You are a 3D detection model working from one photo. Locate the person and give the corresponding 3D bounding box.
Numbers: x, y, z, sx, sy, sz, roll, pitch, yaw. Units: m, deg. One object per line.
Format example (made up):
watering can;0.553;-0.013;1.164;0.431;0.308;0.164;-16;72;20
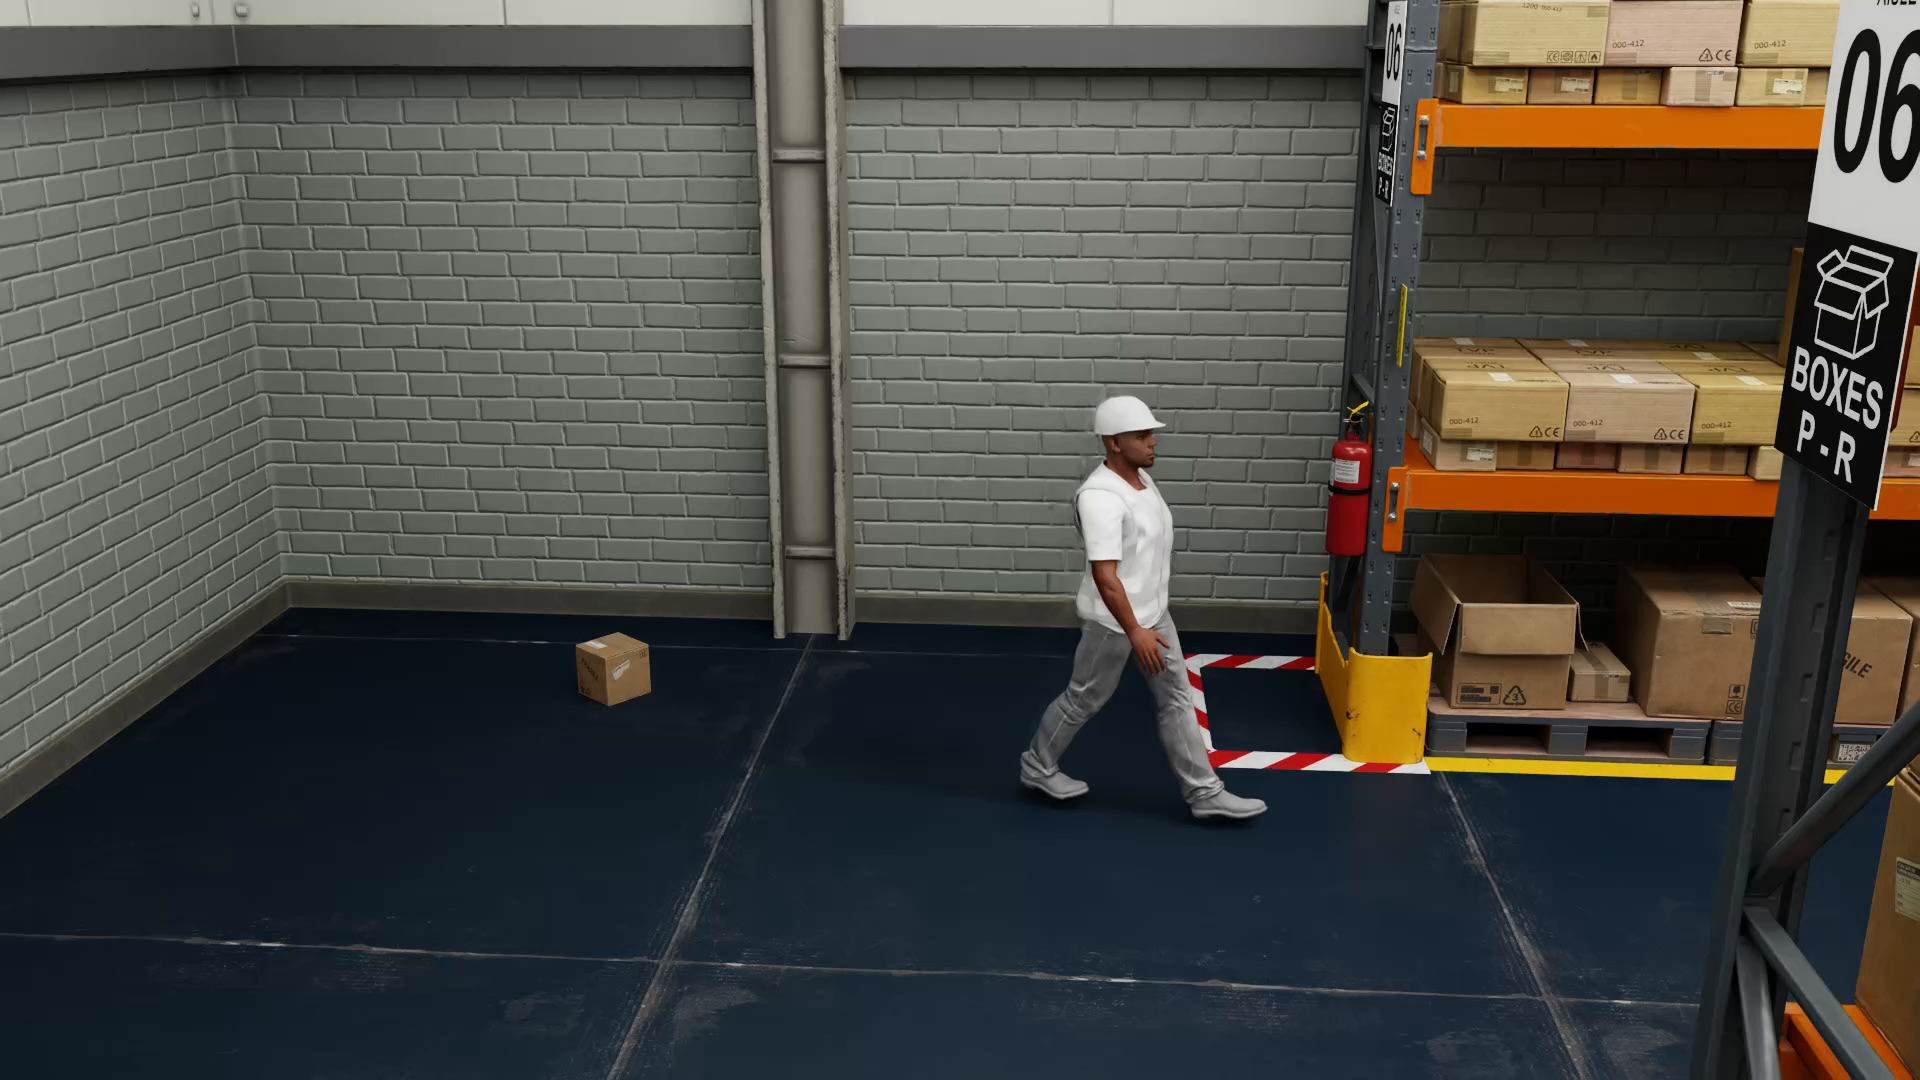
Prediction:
person;0.718;0.292;6.569;1.021;1.713;0.606;9;20;27
